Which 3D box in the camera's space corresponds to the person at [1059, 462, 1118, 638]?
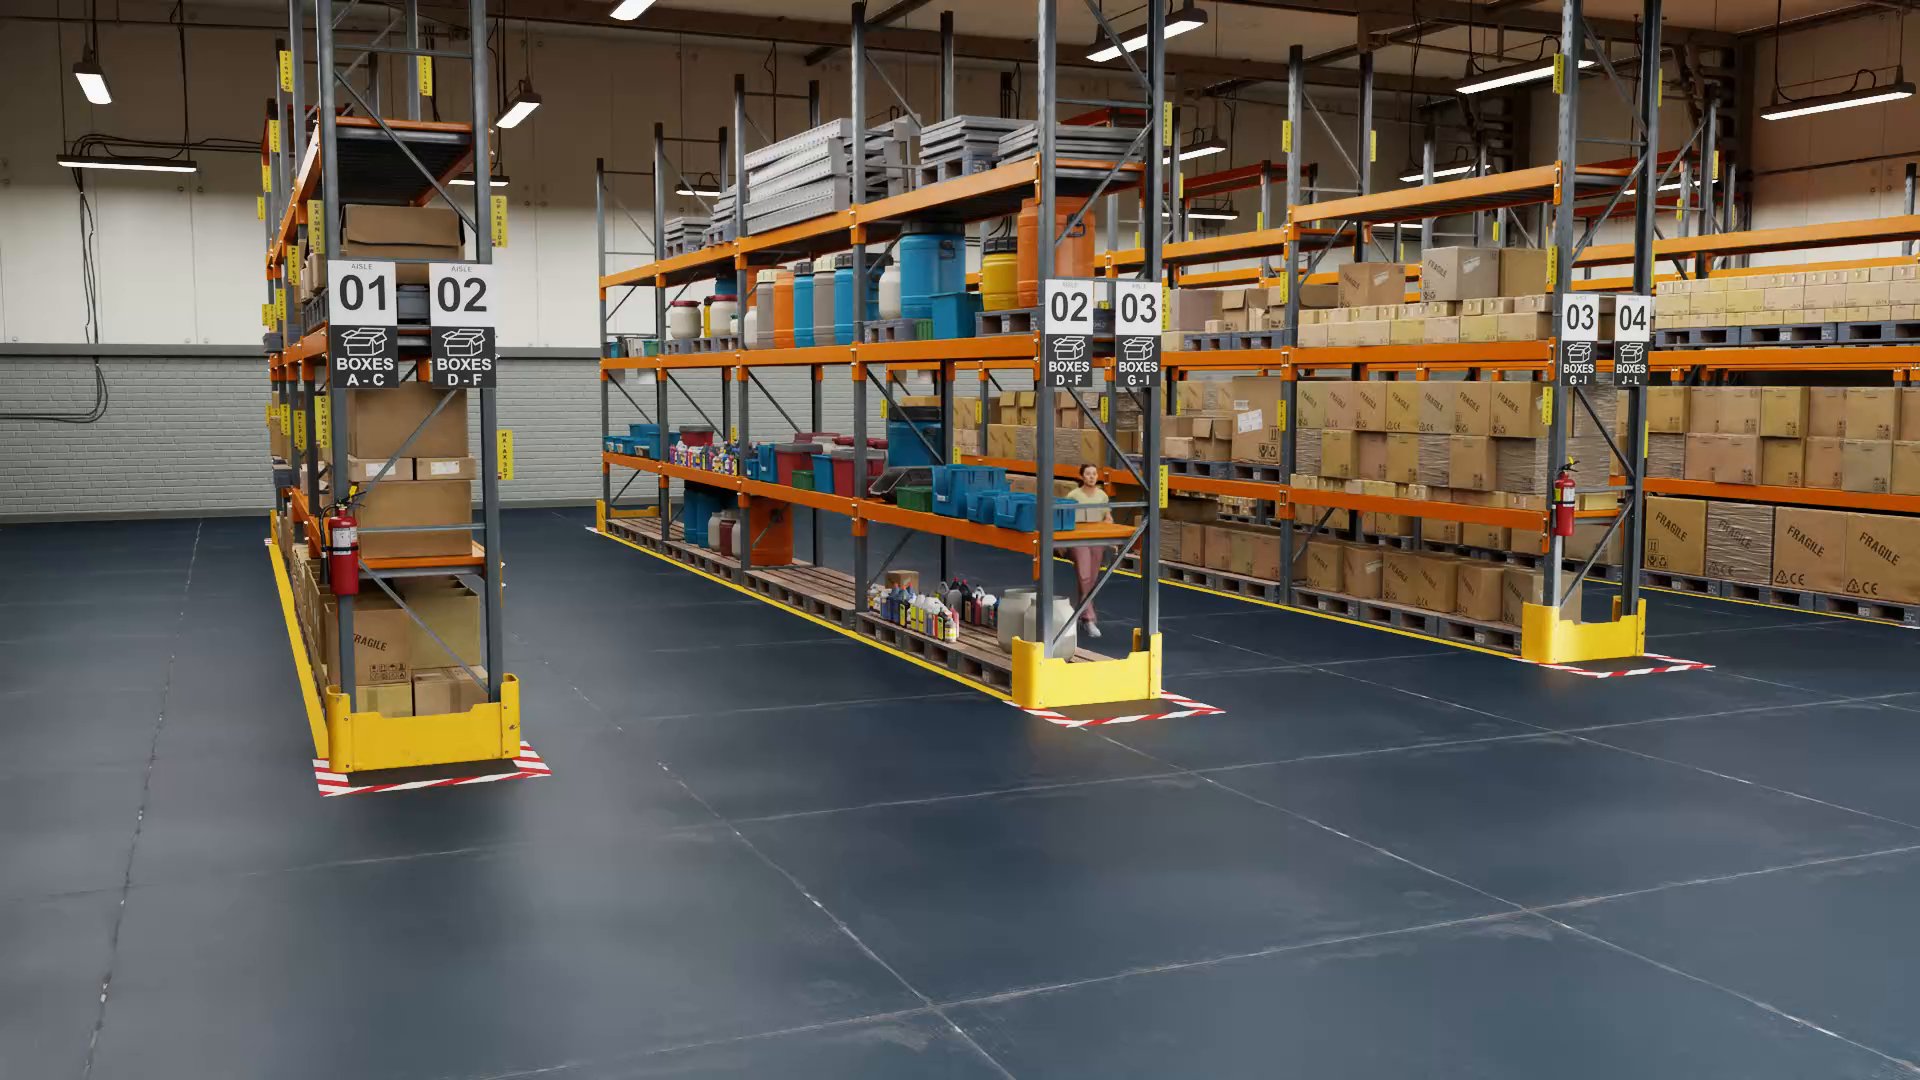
[{"bbox_3d":[1.278,0.068,16.260,0.497,1.664,0.882,-2,6,-18],"label":"person"}]
